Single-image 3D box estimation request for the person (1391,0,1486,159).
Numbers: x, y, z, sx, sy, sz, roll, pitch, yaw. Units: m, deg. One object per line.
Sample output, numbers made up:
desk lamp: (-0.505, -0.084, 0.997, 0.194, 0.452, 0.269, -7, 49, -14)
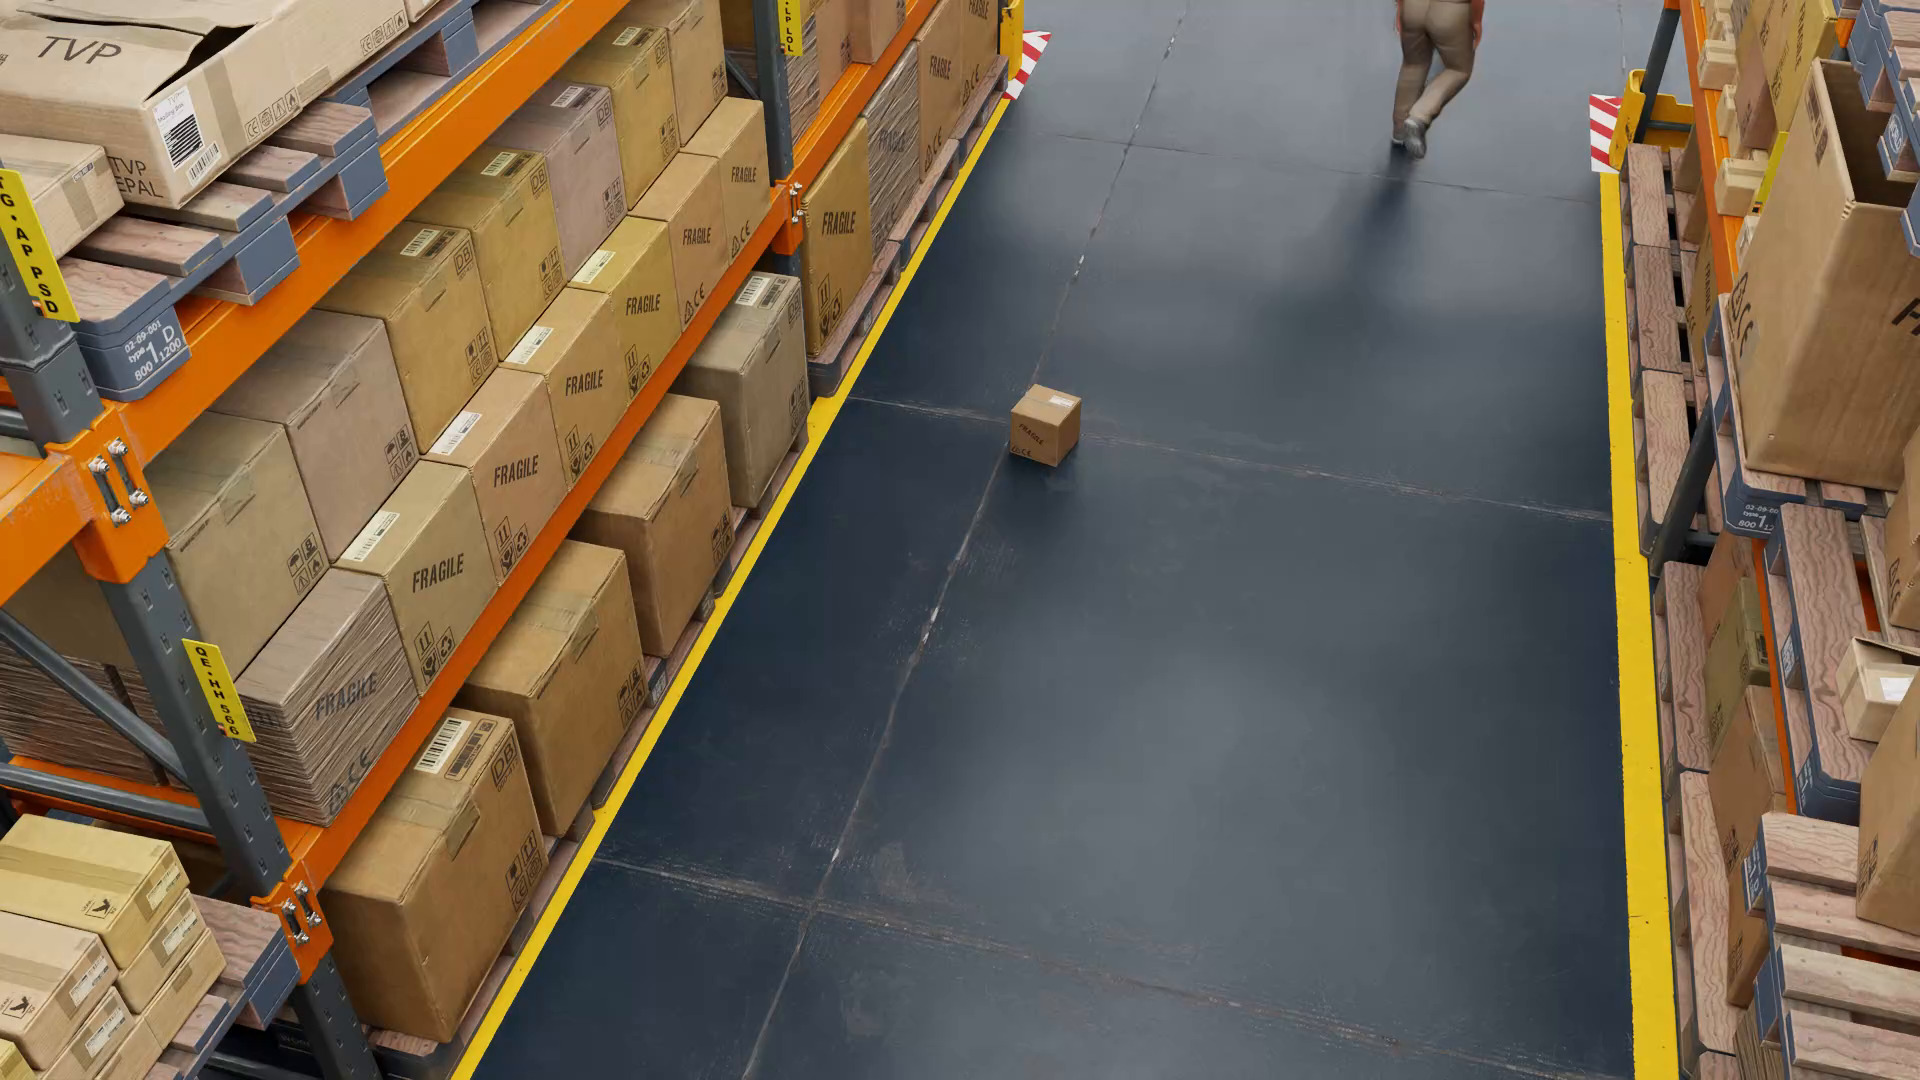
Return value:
person: (2.781, -3.063, 9.699, 0.552, 1.712, 0.605, 26, 47, 27)
